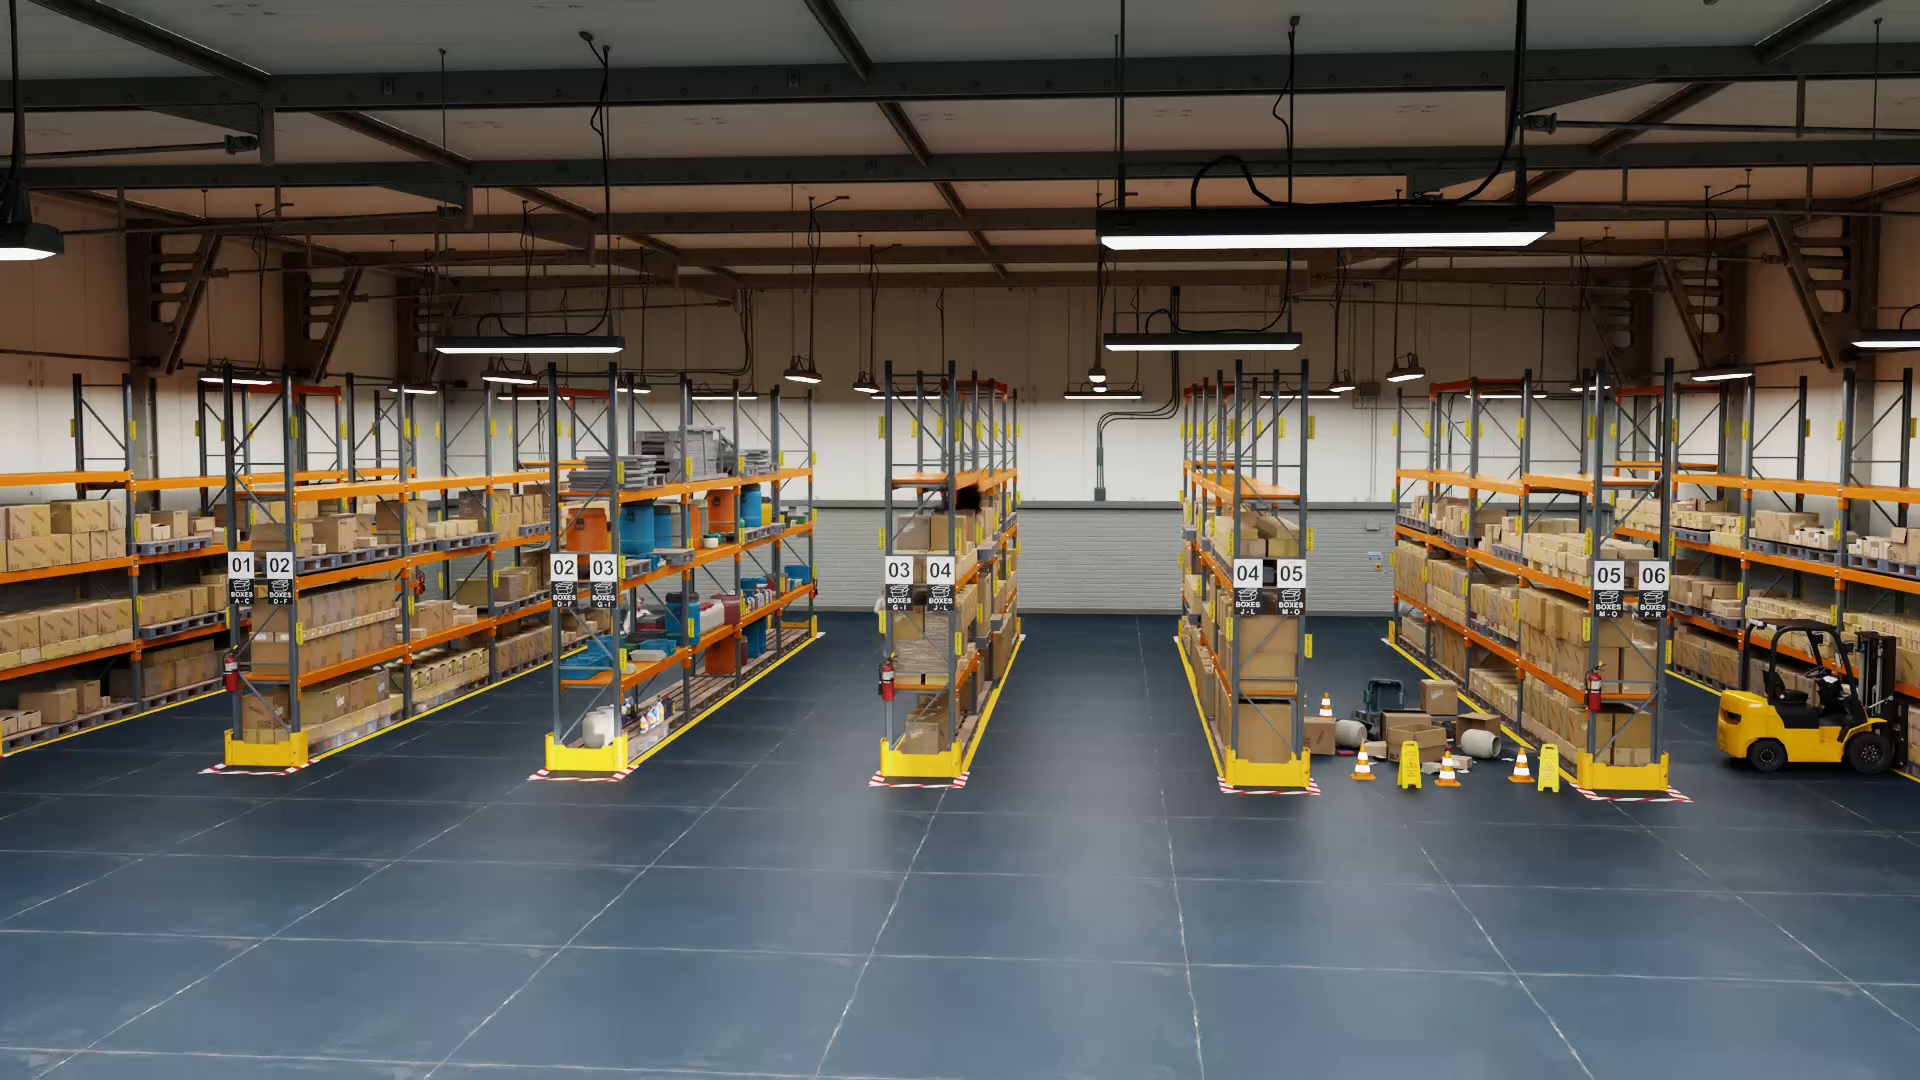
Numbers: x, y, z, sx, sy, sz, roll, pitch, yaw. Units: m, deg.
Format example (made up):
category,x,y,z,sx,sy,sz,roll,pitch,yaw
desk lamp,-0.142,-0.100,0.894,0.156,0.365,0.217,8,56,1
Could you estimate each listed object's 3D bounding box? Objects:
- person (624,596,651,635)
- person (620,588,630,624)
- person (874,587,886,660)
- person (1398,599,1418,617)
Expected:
category,x,y,z,sx,sy,sz,roll,pitch,yaw
person,-6.497,1.976,33.705,0.627,1.698,0.761,0,4,-2
person,-8.688,1.393,42.687,0.695,1.721,0.609,4,5,45
person,-1.602,1.831,36.270,0.547,1.604,0.804,0,4,5
person,11.202,1.394,41.449,0.607,1.745,0.645,-1,4,-15
